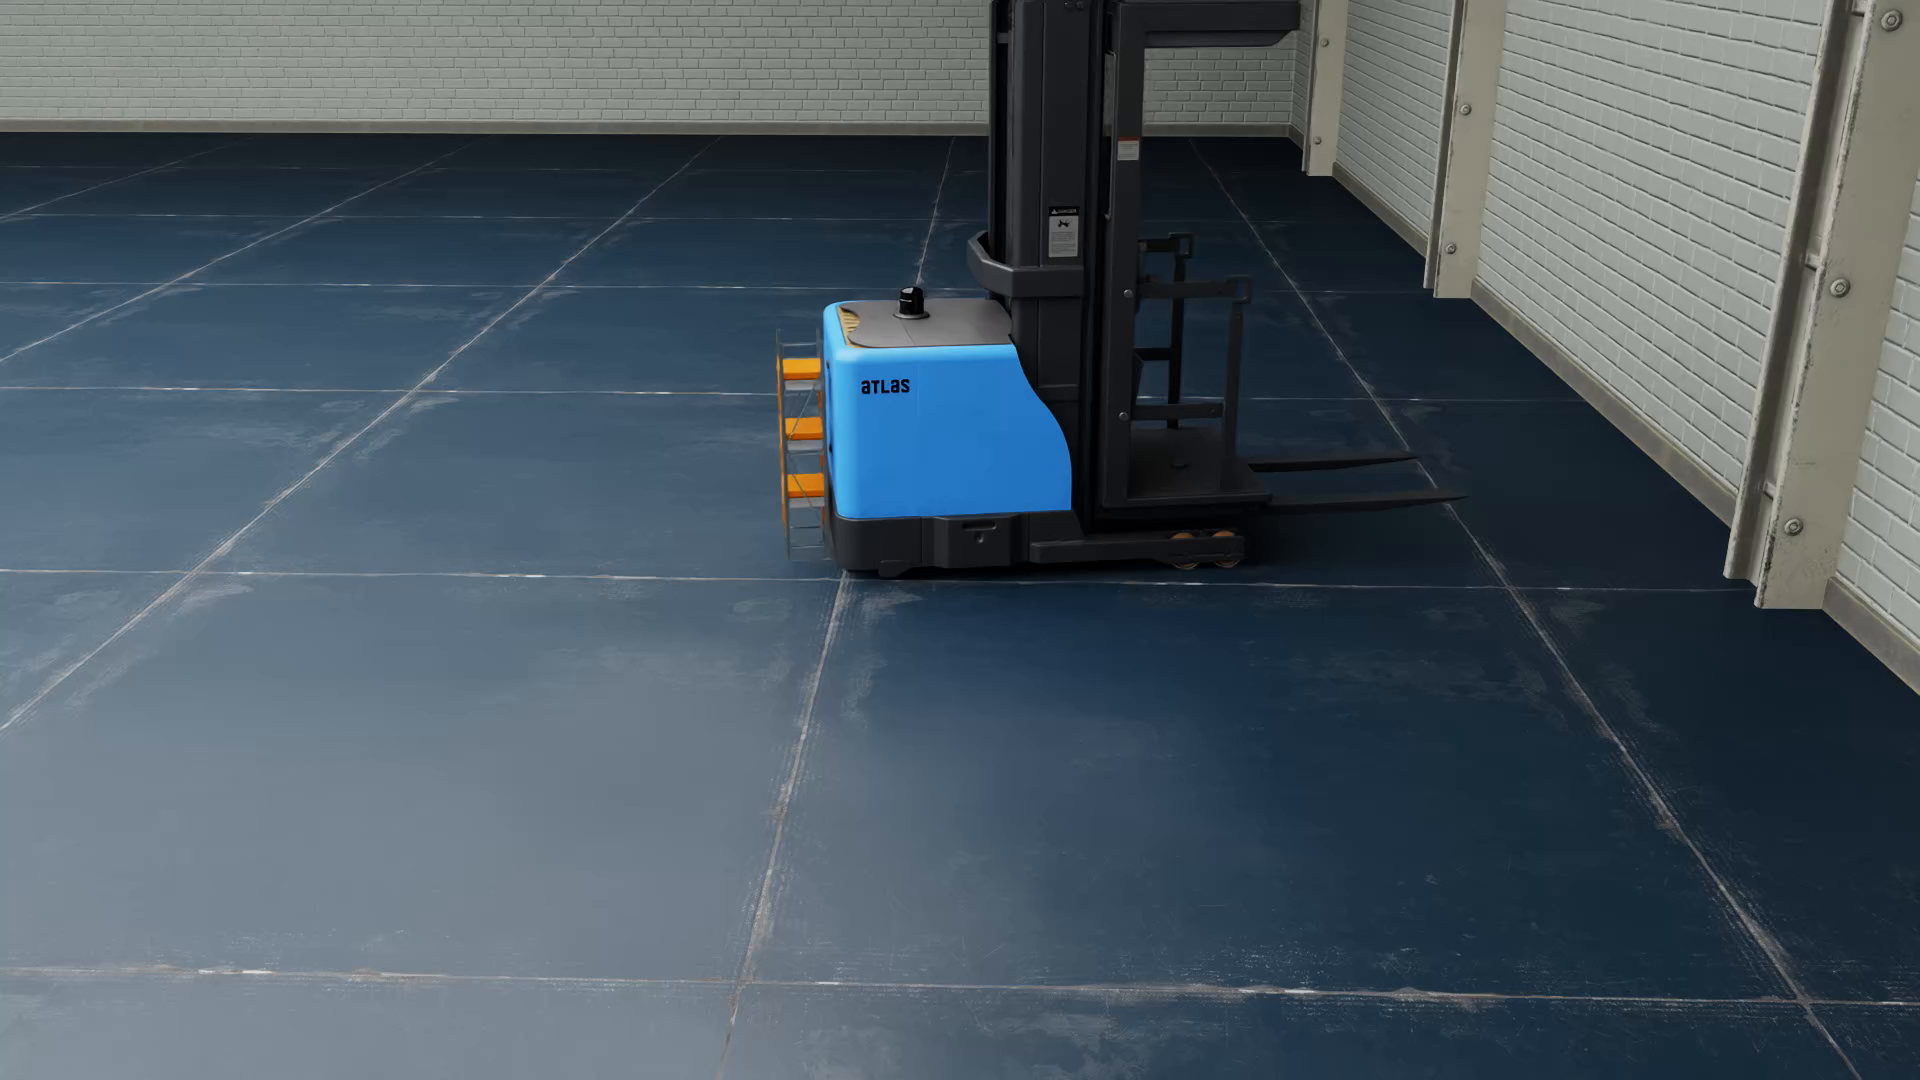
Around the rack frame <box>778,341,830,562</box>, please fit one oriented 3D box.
[{"bbox_3d":[-0.707,-0.392,7.588,0.200,1.050,0.008,-3,21,-8],"label":"rack frame"}]

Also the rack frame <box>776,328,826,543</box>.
[{"bbox_3d":[-0.742,-0.479,7.813,0.200,1.050,0.008,-3,21,-8],"label":"rack frame"}]

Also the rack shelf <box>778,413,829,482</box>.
[{"bbox_3d":[-0.725,-0.426,7.704,0.215,0.259,0.240,-3,21,-8],"label":"rack shelf"}]

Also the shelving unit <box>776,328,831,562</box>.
[{"bbox_3d":[-0.725,-0.436,7.700,0.215,1.050,0.252,-3,21,-8],"label":"shelving unit"}]

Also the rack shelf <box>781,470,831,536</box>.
[{"bbox_3d":[-0.725,-0.167,7.804,0.215,0.259,0.240,-3,21,-8],"label":"rack shelf"}]

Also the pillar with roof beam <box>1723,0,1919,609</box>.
[{"bbox_3d":[-0.655,-4.015,5.936,9.100,9.000,0.400,1,21,2],"label":"pillar with roof beam"}]

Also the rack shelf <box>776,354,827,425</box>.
[{"bbox_3d":[-0.725,-0.690,7.601,0.215,0.259,0.240,-3,21,-8],"label":"rack shelf"}]

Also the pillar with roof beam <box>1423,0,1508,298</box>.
[{"bbox_3d":[-0.473,-6.184,11.527,9.100,9.000,0.400,1,21,2],"label":"pillar with roof beam"}]

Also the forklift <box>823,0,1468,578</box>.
[{"bbox_3d":[0.887,-1.417,7.629,3.031,2.935,1.130,-3,21,-7],"label":"forklift"}]

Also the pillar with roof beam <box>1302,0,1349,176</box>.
[{"bbox_3d":[-0.290,-8.354,17.118,9.100,9.000,0.400,1,21,2],"label":"pillar with roof beam"}]
